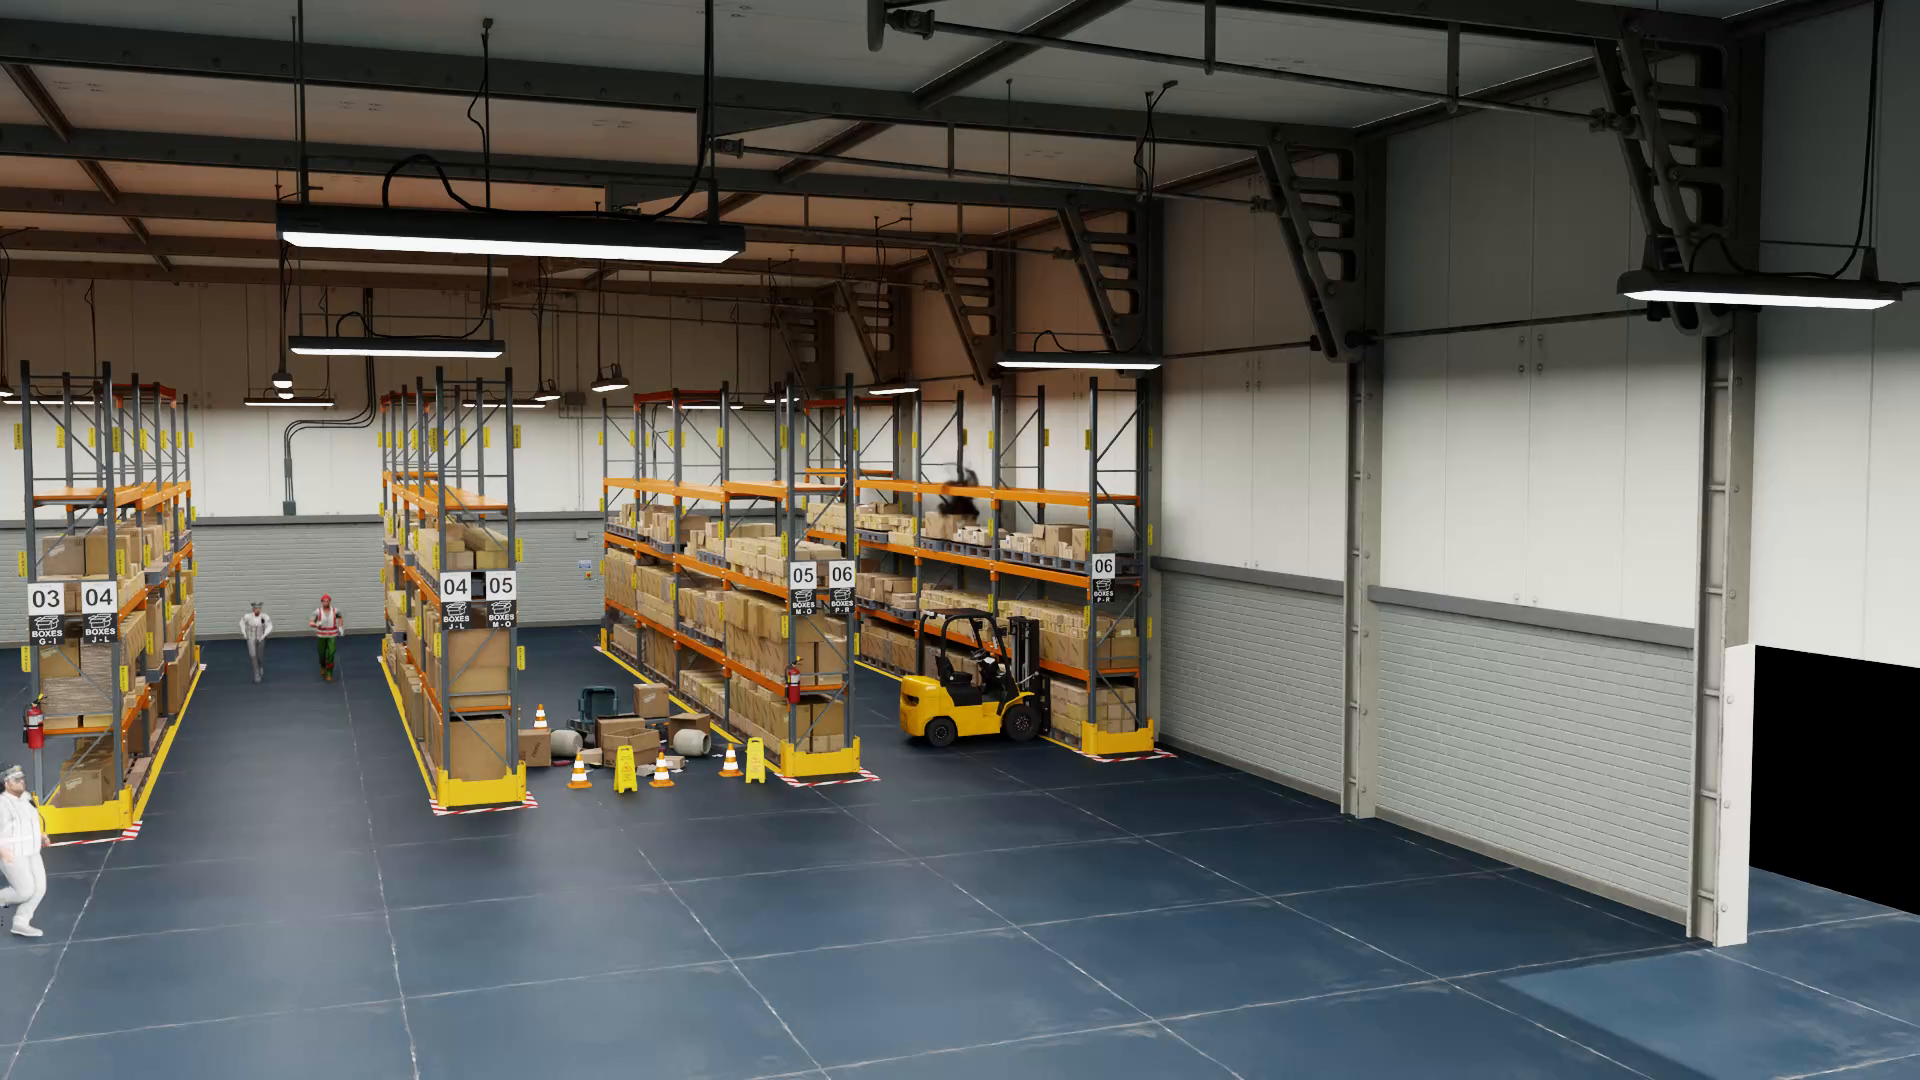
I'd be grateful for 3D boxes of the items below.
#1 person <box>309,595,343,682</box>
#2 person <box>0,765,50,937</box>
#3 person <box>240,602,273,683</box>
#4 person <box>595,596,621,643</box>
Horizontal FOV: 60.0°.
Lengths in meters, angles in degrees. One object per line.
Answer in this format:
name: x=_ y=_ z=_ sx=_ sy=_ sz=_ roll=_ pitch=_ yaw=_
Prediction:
person: x=-13.151 y=2.011 z=34.512 sx=0.665 sy=1.774 sz=0.941 roll=-1 pitch=4 yaw=-22
person: x=-9.549 y=3.134 z=16.791 sx=0.598 sy=1.745 sz=0.672 roll=1 pitch=3 yaw=8
person: x=-14.664 y=2.092 z=34.673 sx=0.641 sy=1.667 sz=0.994 roll=-1 pitch=4 yaw=-23
person: x=-8.544 y=1.686 z=40.799 sx=0.862 sy=1.713 sz=0.655 roll=0 pitch=3 yaw=-6
